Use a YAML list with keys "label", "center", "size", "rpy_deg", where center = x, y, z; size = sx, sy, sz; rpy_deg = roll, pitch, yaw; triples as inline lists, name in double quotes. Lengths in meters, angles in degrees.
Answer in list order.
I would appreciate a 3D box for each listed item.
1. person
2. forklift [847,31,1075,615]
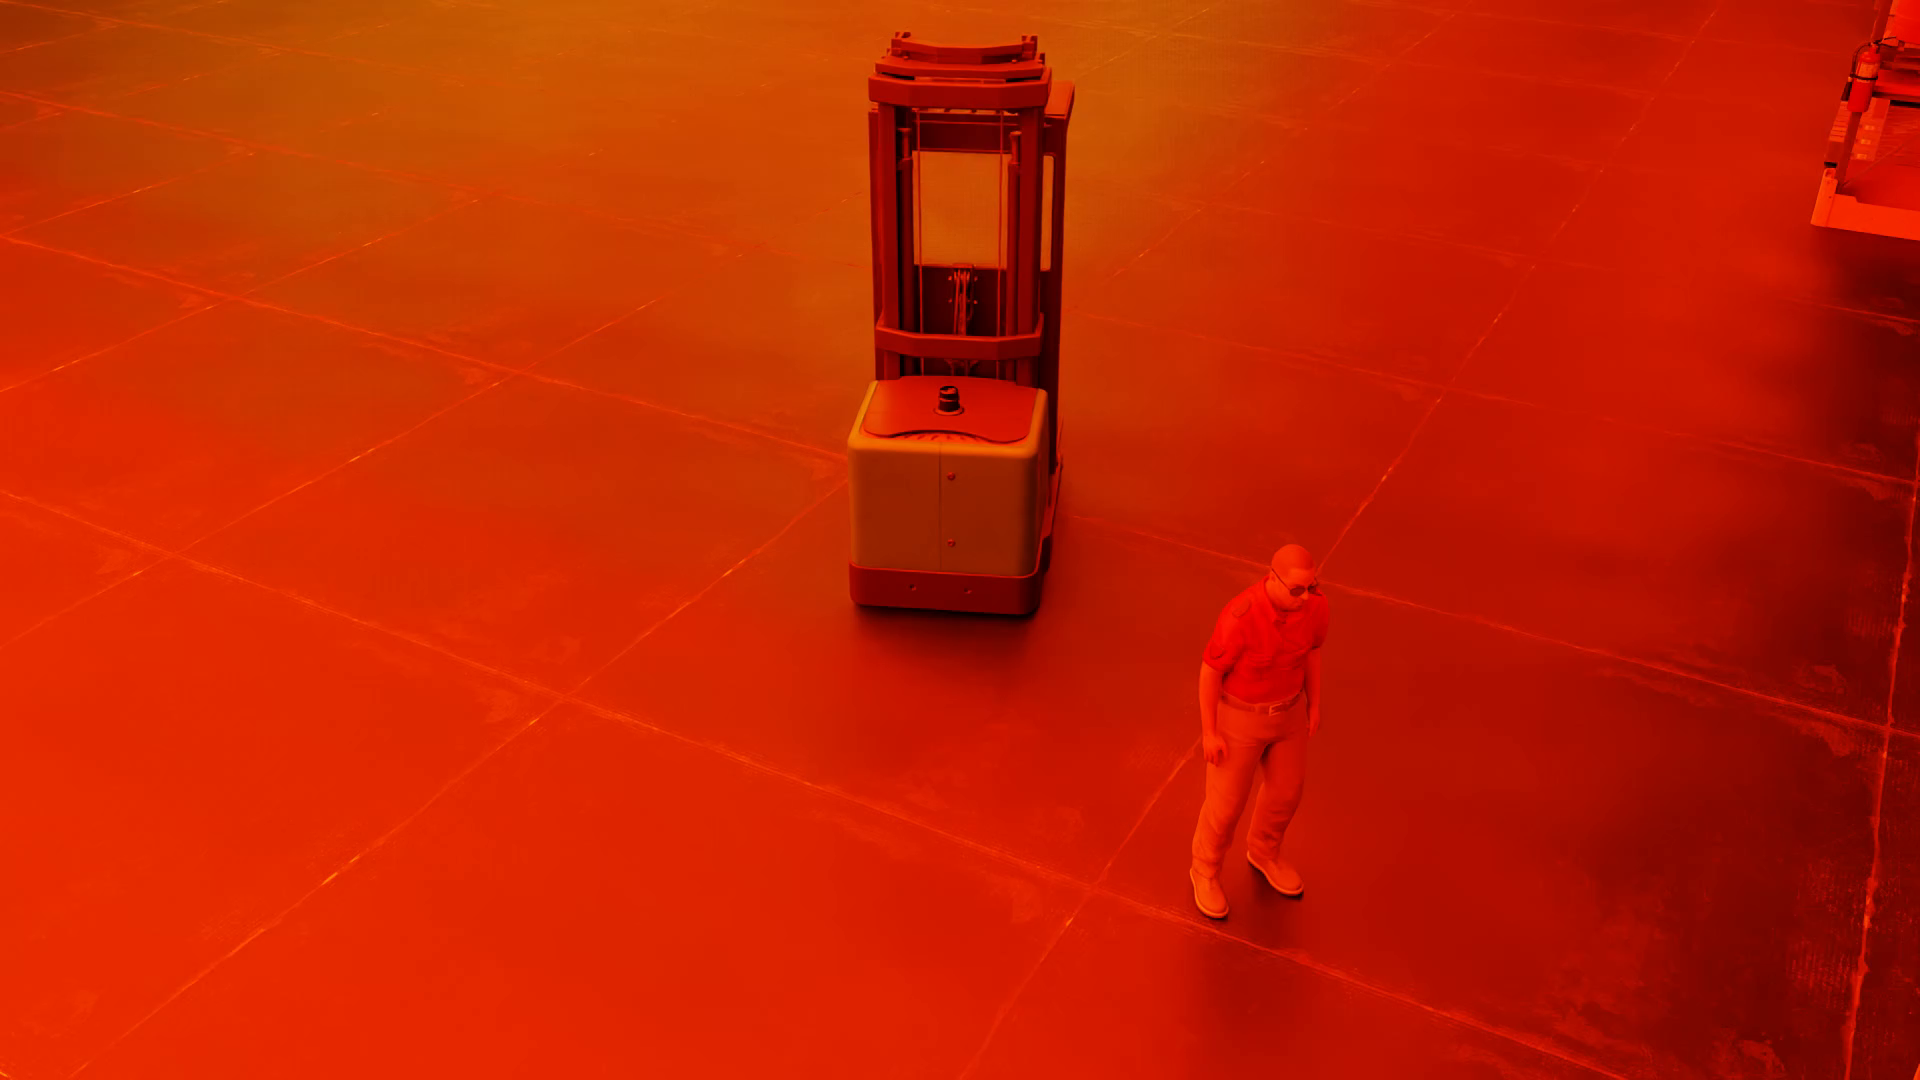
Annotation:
- label: "person"
  center: [1.266, 0.758, 6.963]
  size: [0.585, 1.725, 0.396]
  rpy_deg: [-12, 32, -20]
- label: "forklift"
  center: [0.072, -1.572, 9.794]
  size: [1.130, 2.935, 3.031]
  rpy_deg: [3, 30, 6]
